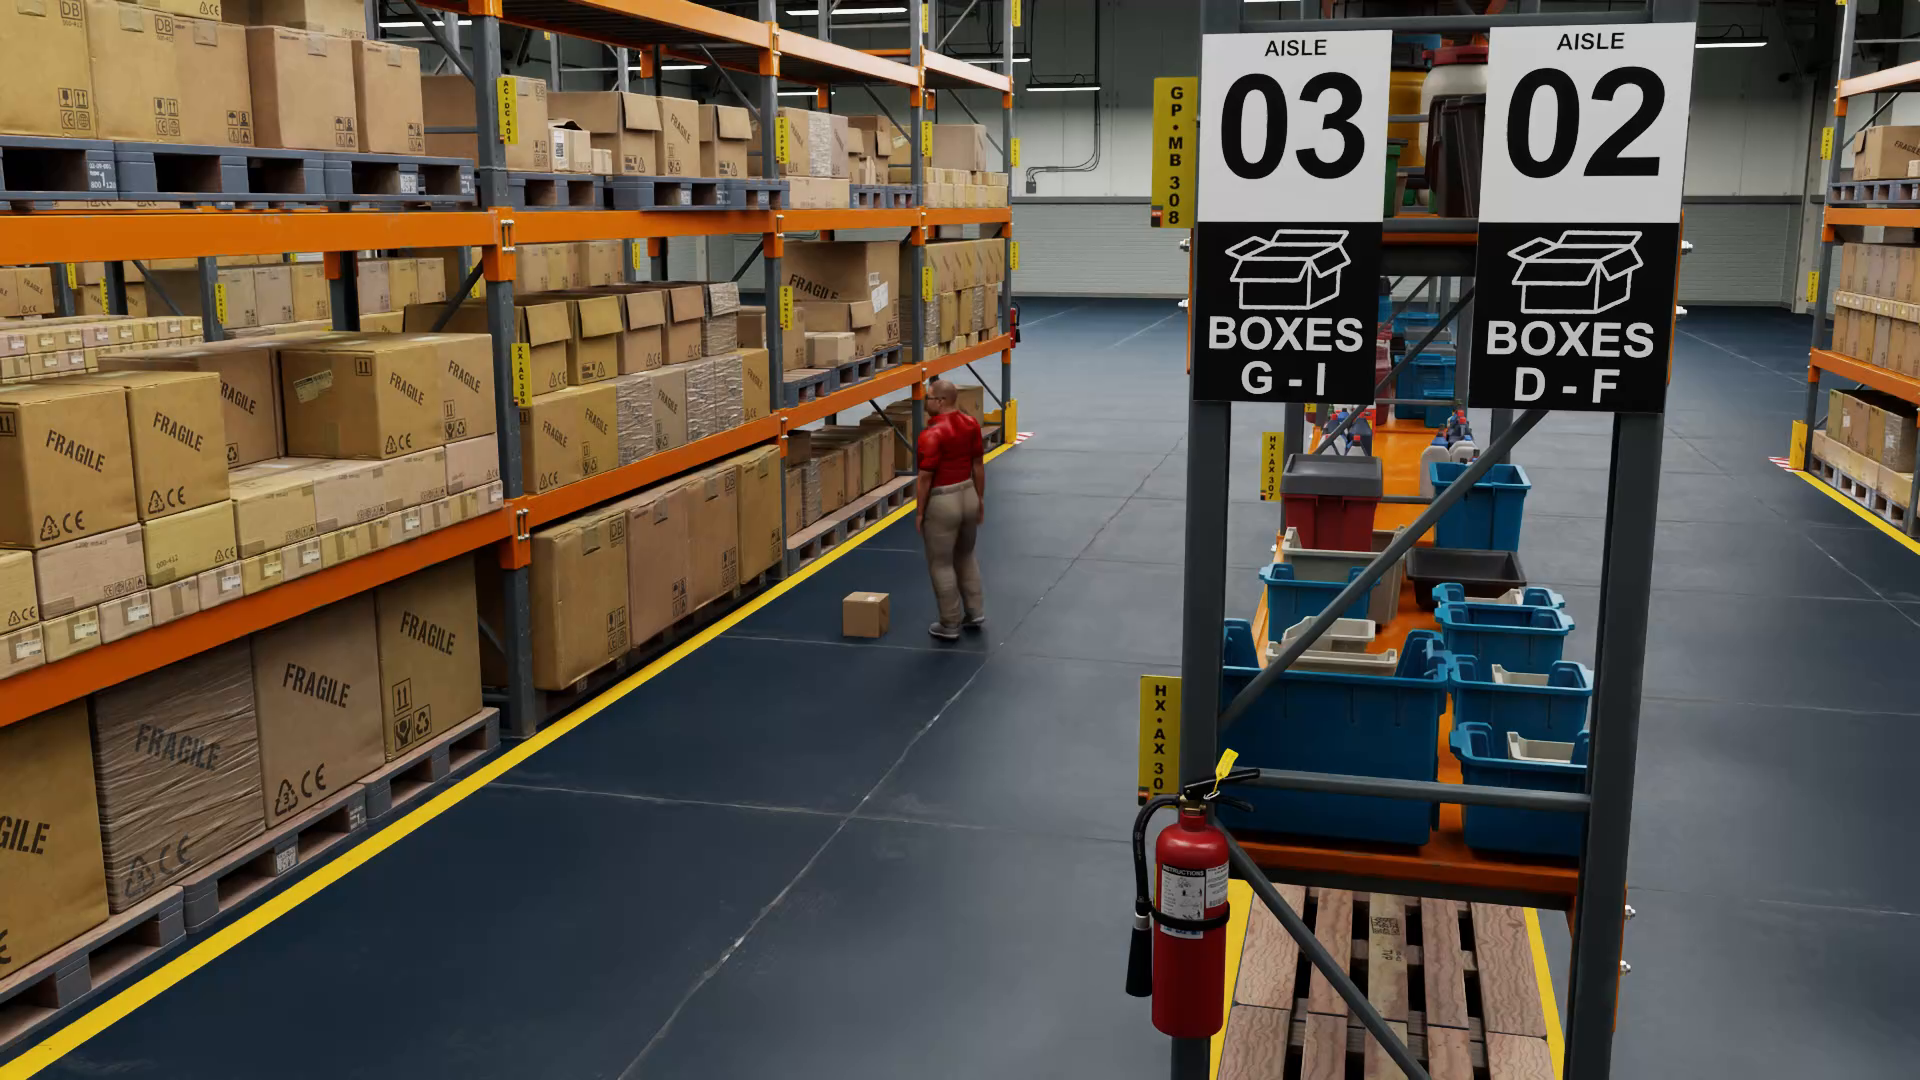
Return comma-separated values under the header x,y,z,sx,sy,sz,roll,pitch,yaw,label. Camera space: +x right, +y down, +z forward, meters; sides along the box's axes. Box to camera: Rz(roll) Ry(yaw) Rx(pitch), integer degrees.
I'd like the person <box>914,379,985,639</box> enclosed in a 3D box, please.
x,y,z,sx,sy,sz,roll,pitch,yaw,label
-0.063,-0.198,10.980,0.396,1.759,0.731,10,15,41,person
